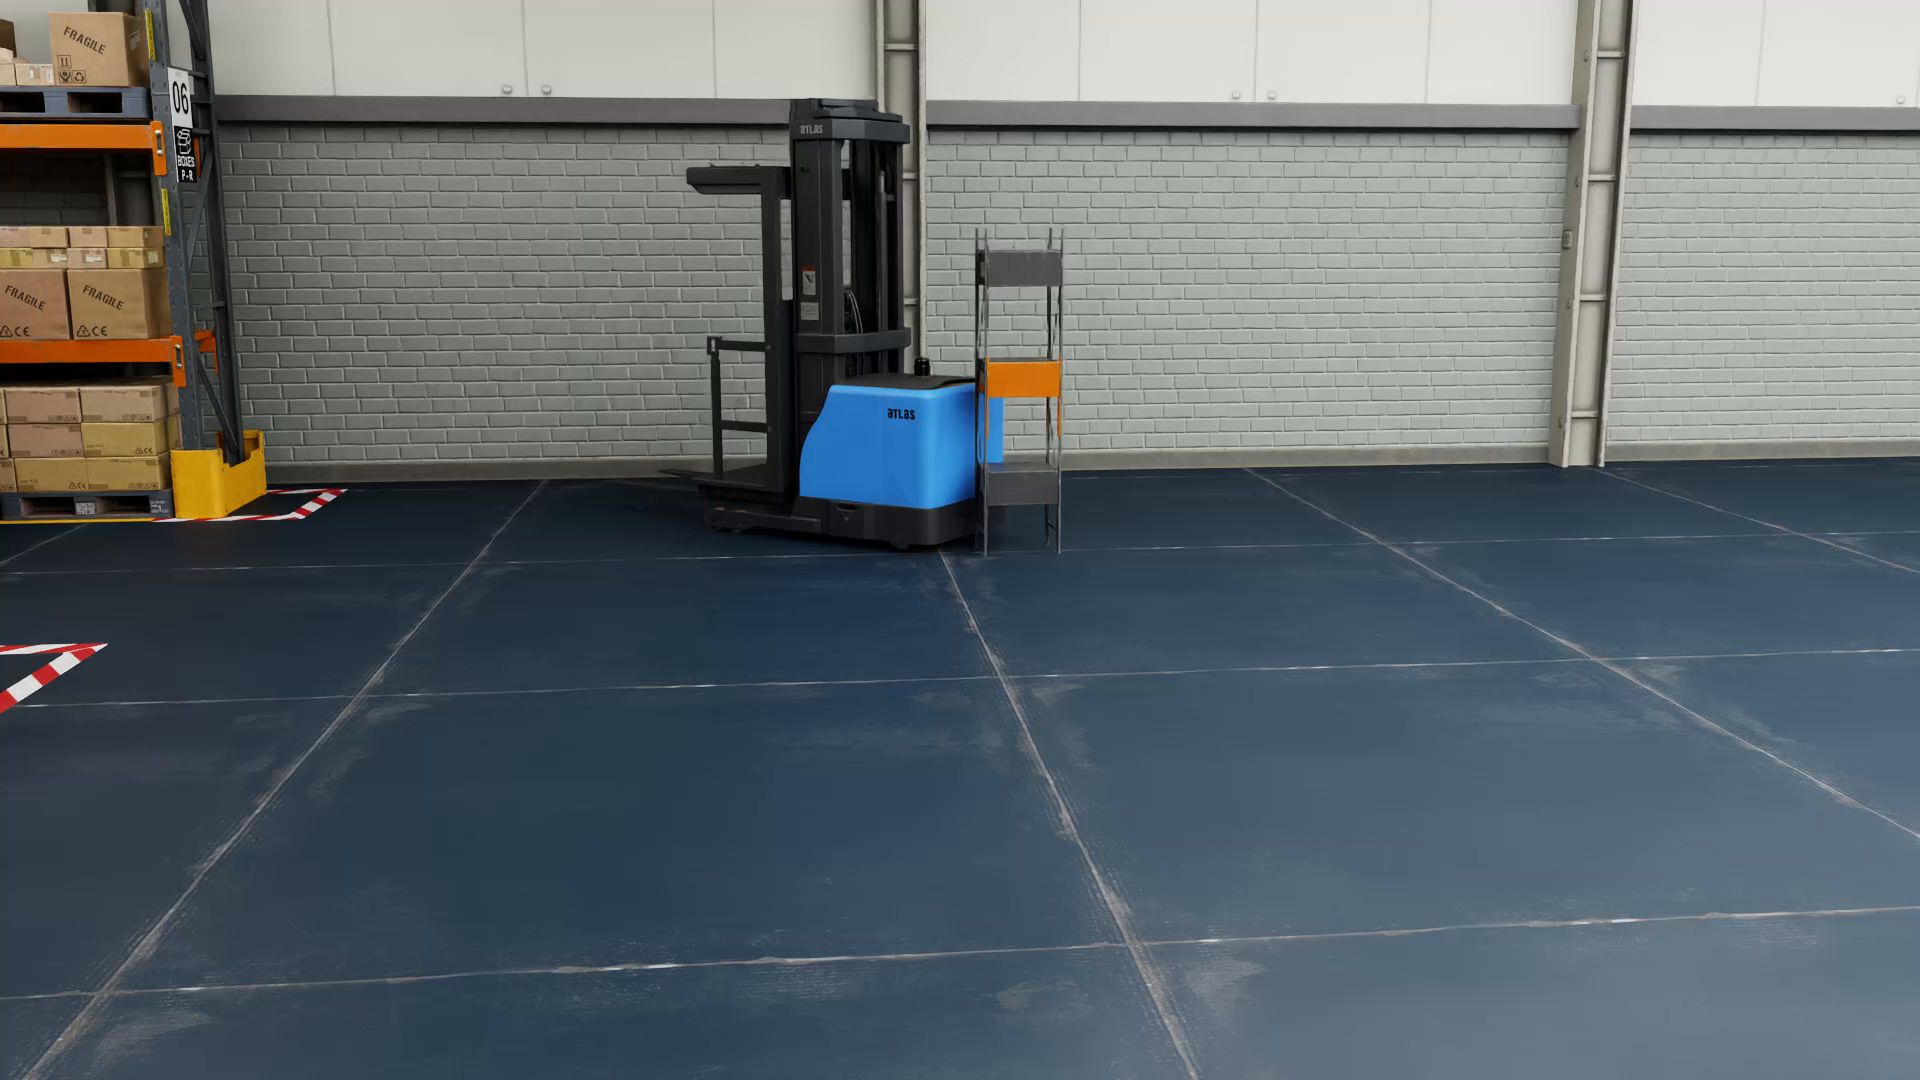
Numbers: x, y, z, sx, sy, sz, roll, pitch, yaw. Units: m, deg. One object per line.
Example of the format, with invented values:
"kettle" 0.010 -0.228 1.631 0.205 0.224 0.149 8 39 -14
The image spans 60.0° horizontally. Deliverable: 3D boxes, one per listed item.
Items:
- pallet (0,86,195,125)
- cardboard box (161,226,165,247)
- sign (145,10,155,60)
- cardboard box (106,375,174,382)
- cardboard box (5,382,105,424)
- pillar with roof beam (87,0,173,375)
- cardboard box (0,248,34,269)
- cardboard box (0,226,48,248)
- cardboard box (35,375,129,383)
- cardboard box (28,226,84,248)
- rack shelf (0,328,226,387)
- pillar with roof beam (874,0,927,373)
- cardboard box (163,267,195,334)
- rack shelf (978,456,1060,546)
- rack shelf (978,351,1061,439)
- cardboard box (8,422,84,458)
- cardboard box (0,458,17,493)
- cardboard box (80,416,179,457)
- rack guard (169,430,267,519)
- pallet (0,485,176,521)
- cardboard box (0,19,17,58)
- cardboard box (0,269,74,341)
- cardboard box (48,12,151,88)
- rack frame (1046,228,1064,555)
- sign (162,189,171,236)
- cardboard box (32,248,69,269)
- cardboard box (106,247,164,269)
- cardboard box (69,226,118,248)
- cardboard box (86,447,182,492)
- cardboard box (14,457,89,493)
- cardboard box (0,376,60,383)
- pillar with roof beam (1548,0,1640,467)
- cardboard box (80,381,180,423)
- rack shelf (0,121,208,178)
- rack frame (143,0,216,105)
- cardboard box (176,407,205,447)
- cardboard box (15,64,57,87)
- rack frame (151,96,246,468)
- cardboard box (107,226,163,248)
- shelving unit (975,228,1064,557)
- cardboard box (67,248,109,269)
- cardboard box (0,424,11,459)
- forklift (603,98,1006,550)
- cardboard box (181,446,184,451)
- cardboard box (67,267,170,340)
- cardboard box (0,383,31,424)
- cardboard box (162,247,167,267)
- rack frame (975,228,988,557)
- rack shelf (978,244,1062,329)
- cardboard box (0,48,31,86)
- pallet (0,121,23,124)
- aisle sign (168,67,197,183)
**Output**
"pallet" -6.368 -3.158 12.107 1.213 0.211 1.003 -1 11 -6
"cardboard box" -6.020 -2.286 12.510 0.250 0.149 0.380 -1 11 -7
"sign" -5.618 -3.502 11.540 0.005 0.325 0.100 -1 11 -6
"cardboard box" -6.161 -1.113 12.700 0.500 0.250 0.500 -1 11 -7
"cardboard box" -6.594 -1.005 12.153 0.500 0.250 0.500 -1 11 -5
"pillar with roof beam" -5.987 -4.015 8.465 0.400 9.000 9.100 -1 11 -6
"cardboard box" -6.740 -2.038 12.016 0.250 0.149 0.380 -1 11 -6
"cardboard box" -6.751 -2.192 12.029 0.250 0.149 0.380 -1 11 -6
"cardboard box" -6.657 -1.102 12.643 0.500 0.250 0.500 -1 11 -6
"cardboard box" -6.495 -2.183 11.983 0.250 0.149 0.380 -1 11 -5
"rack shelf" -7.651 -1.344 12.295 4.000 0.370 1.077 -1 11 -6
"pillar with roof beam" -0.022 -4.140 9.101 0.400 9.000 9.100 -1 11 -6
"cardboard box" -6.185 -1.831 12.646 0.500 0.500 0.500 -1 11 -4
"rack shelf" 0.377 -0.263 10.963 0.480 0.518 0.431 -2 11 -9
"rack shelf" 0.377 -0.950 10.828 0.480 0.518 0.431 -2 11 -9
"cardboard box" -6.613 -0.763 12.215 0.500 0.250 0.500 -1 11 -7
"cardboard box" -7.089 -0.508 12.217 0.500 0.250 0.500 -1 11 -5
"cardboard box" -6.113 -0.771 12.258 0.500 0.250 0.500 -1 11 -7
"rack guard" -5.639 -0.513 12.681 0.348 0.500 1.175 -1 11 -6
"pallet" -6.418 -0.347 12.585 1.213 0.211 1.003 -1 11 -6
"cardboard box" -7.106 -3.457 11.793 0.500 0.500 0.700 -1 11 -6
"cardboard box" -6.640 -1.718 12.074 0.500 0.500 0.500 -1 11 -4
"cardboard box" -6.076 -3.459 11.804 0.500 0.500 0.500 -1 11 -4
"rack frame" 0.618 -0.971 10.862 0.015 2.100 0.400 -2 11 -9
"sign" -5.618 -2.319 11.772 0.005 0.325 0.100 -1 11 -6
"cardboard box" -6.493 -2.041 12.032 0.250 0.149 0.380 -1 11 -5
"cardboard box" -5.977 -2.045 12.055 0.250 0.149 0.380 -1 11 -5
"cardboard box" -6.238 -2.193 12.037 0.250 0.149 0.380 -1 11 -6
"cardboard box" -6.096 -0.526 12.304 0.500 0.250 0.500 -1 11 -6
"cardboard box" -6.591 -0.517 12.261 0.500 0.250 0.500 -1 11 -6
"cardboard box" -7.156 -1.093 12.601 0.500 0.250 0.500 -1 11 -6
"pillar with roof beam" 5.942 -4.265 9.737 0.400 9.000 9.100 -1 11 -6
"cardboard box" -6.087 -1.017 12.213 0.500 0.250 0.500 -1 11 -4
"rack shelf" -7.651 -2.816 12.006 4.000 0.370 1.077 -1 11 -6
"rack frame" -5.663 -4.683 11.859 0.127 3.000 1.000 -1 11 -6
"cardboard box" -6.153 -0.871 12.767 0.500 0.250 0.500 -1 11 -5
"cardboard box" -6.454 -3.267 11.738 0.250 0.149 0.380 -2 11 -8
"rack frame" -5.663 -1.739 12.438 0.127 3.000 1.000 -1 11 -6
"cardboard box" -5.996 -2.204 12.093 0.250 0.149 0.380 -1 11 -6
"shelving unit" 0.377 -0.963 10.825 0.503 2.100 0.431 -2 11 -9
"cardboard box" -6.228 -2.034 11.999 0.250 0.149 0.380 -1 11 -5
"cardboard box" -7.124 -0.748 12.140 0.500 0.250 0.500 -1 11 -7
"forklift" -1.208 -1.563 11.720 3.031 2.935 1.130 7 13 31
"cardboard box" -6.172 -0.623 12.801 0.500 0.250 0.500 -1 11 -6
"cardboard box" -6.124 -1.727 12.120 0.500 0.500 0.500 -1 11 -7
"cardboard box" -7.094 -0.993 12.090 0.500 0.250 0.500 -1 11 -5
"cardboard box" -6.028 -2.149 12.583 0.250 0.149 0.380 -1 11 -8
"rack frame" 0.136 -0.956 10.789 0.015 2.100 0.400 -2 11 -9
"rack shelf" 0.377 -1.637 10.693 0.480 0.518 0.431 -2 11 -9
"cardboard box" -6.706 -3.319 11.700 0.258 0.266 0.396 -1 11 -6
"pallet" -7.584 -3.132 11.975 1.213 0.211 1.003 -1 11 -6
"aisle sign" -5.566 -2.960 11.907 0.004 0.787 0.394 -1 11 -6
